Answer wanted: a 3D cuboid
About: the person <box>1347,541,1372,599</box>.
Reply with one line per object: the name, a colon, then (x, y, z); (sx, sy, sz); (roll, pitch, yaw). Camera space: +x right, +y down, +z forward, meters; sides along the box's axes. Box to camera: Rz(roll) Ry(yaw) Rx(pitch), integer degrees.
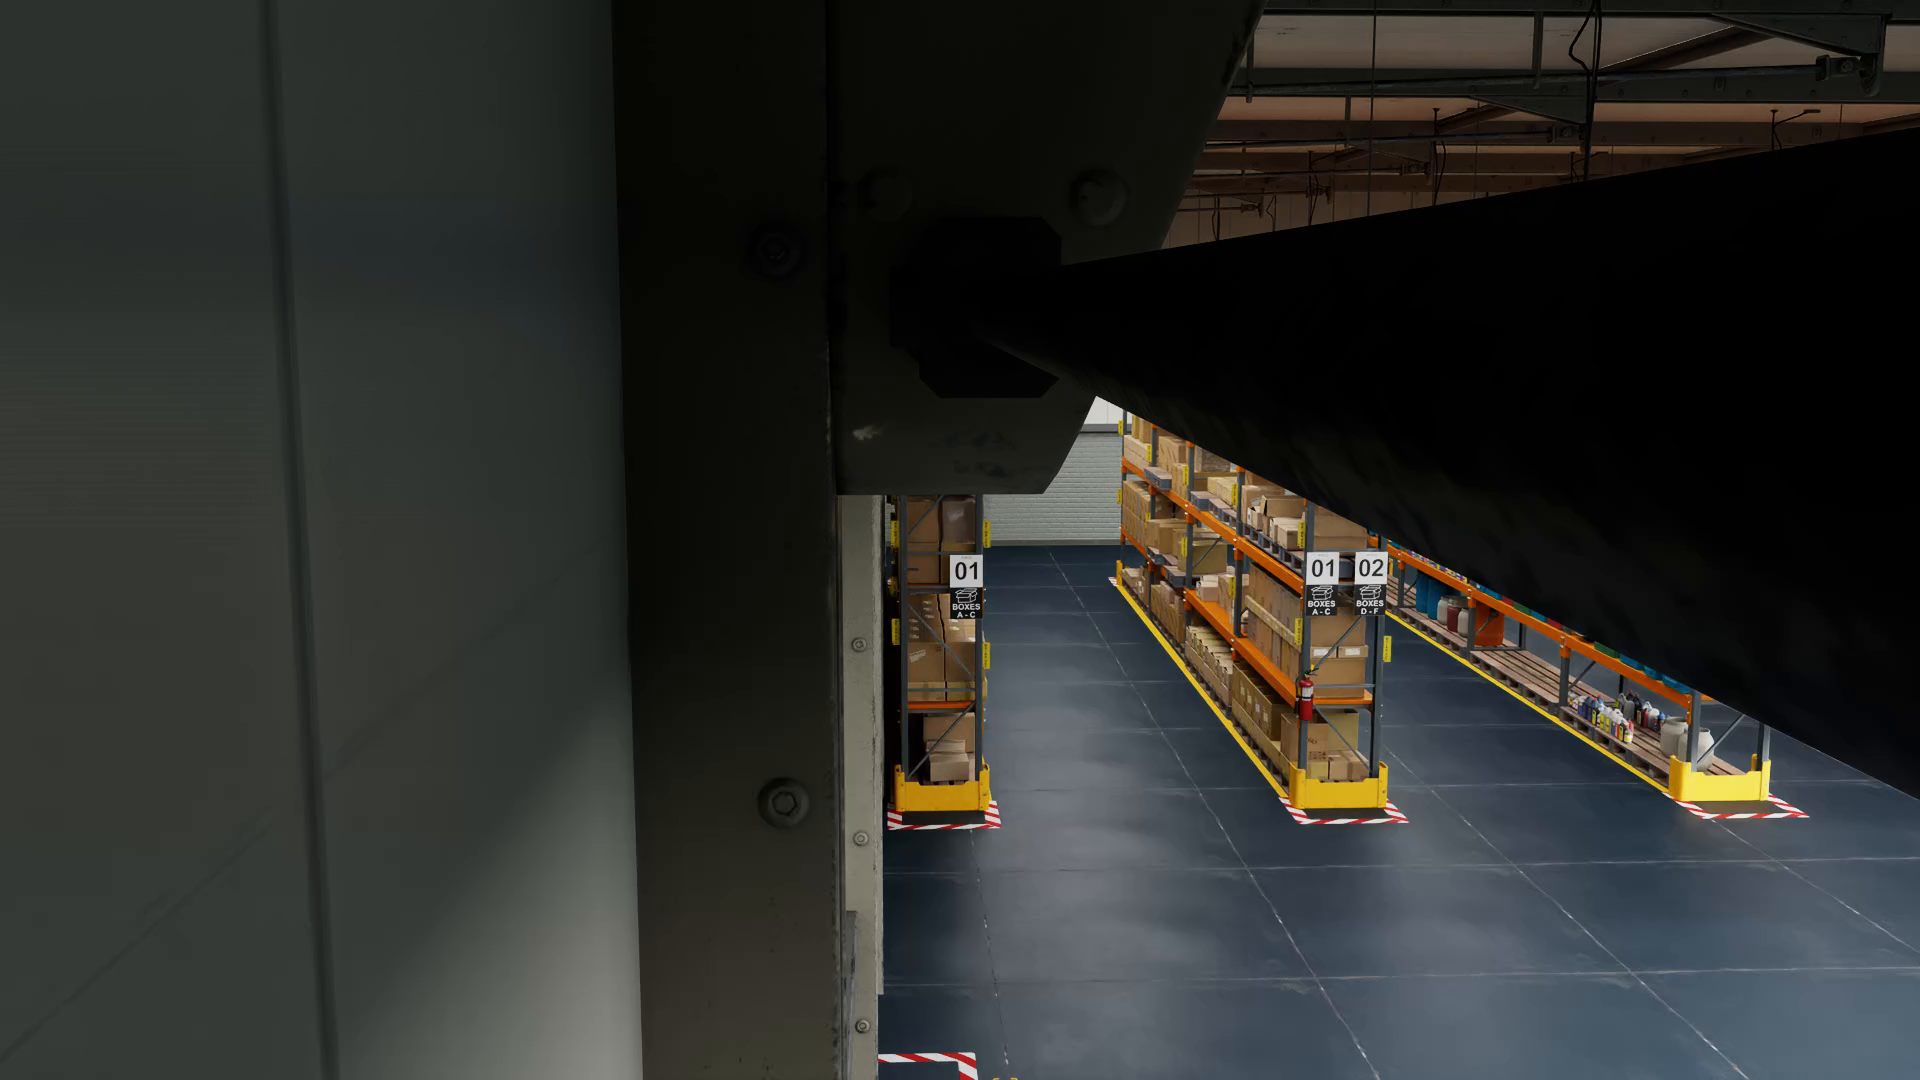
person: (7.839, 0.610, 33.062); (0.745, 1.735, 0.615); (3, 9, 18)
